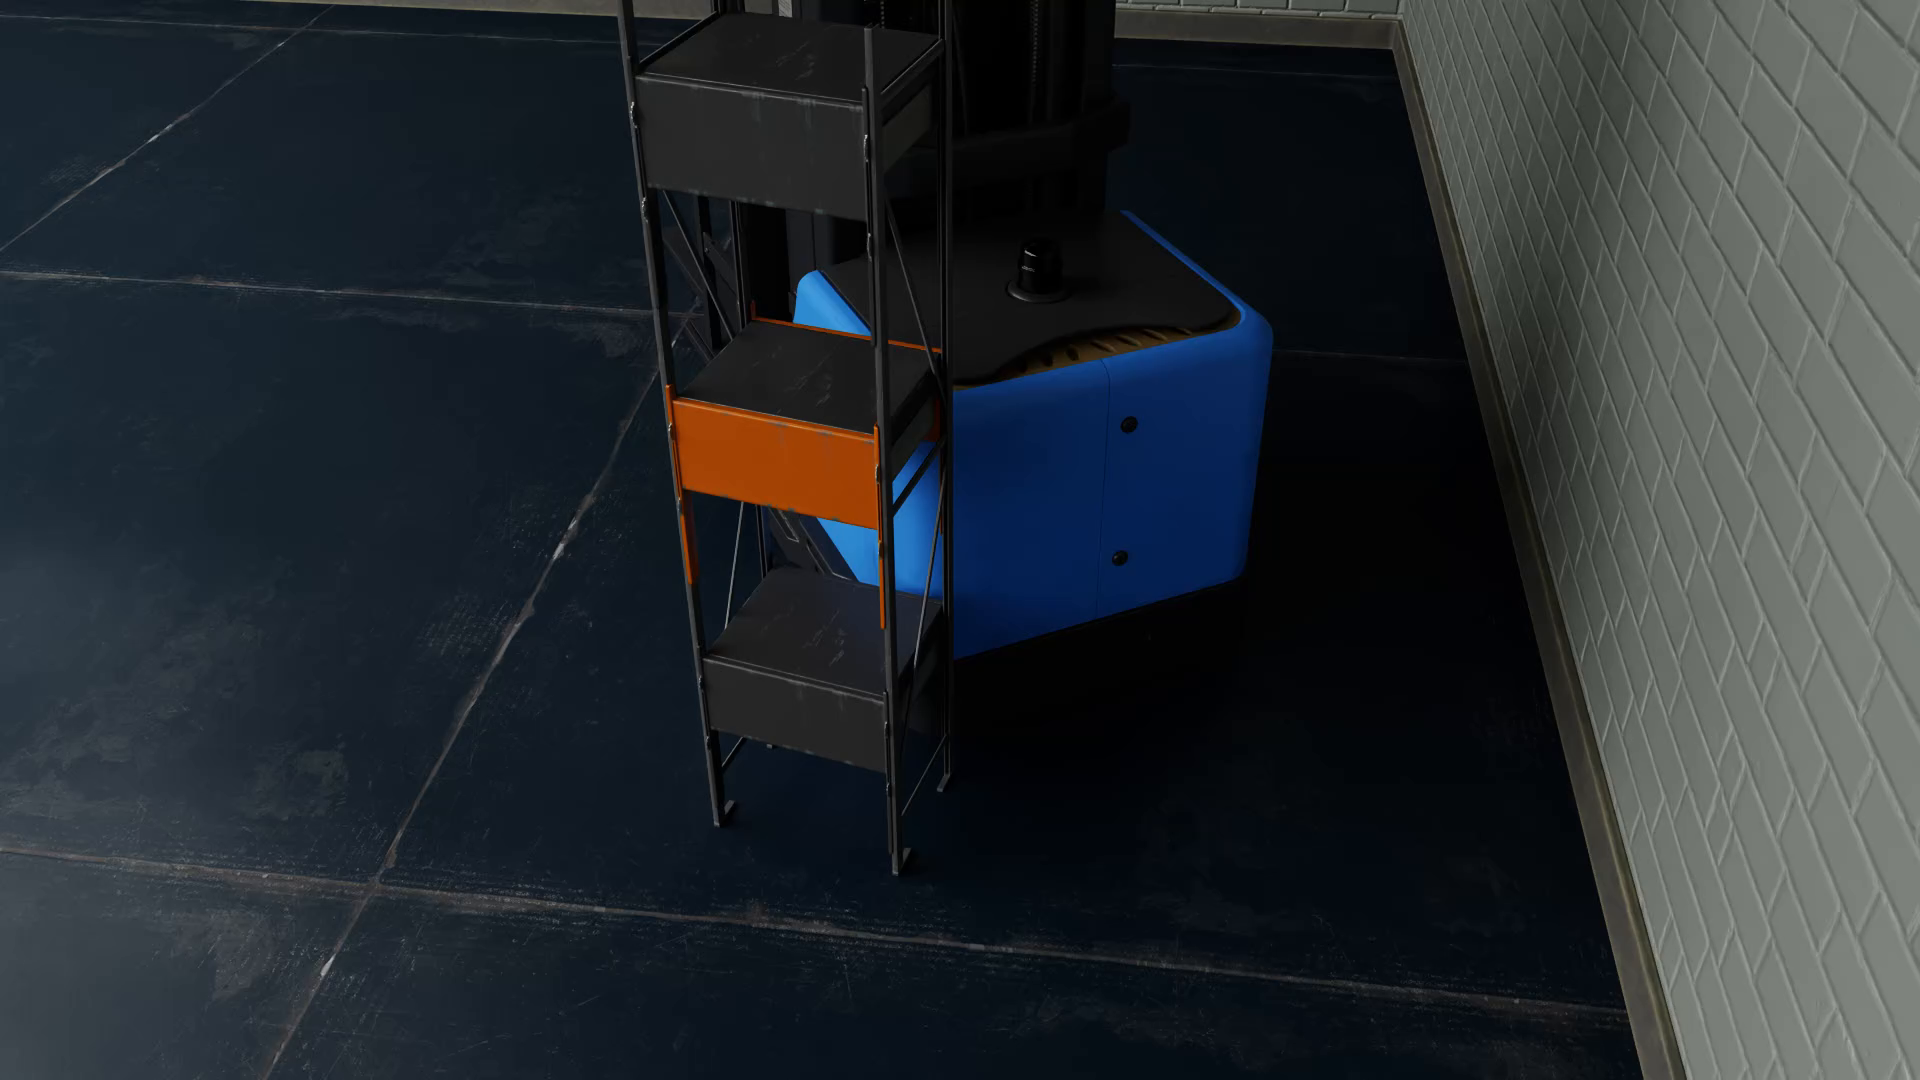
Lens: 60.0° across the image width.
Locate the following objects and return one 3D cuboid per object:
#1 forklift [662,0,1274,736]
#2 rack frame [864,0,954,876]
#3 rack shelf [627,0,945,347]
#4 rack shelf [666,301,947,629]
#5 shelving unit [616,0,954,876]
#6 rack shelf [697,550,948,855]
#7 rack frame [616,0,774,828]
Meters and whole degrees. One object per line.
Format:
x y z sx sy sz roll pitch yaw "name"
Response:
-0.255 -1.523 4.861 1.130 2.935 3.031 -15 38 -20 "forklift"
-0.091 -0.137 3.635 0.015 2.100 0.400 12 37 16 "rack frame"
-0.320 -0.744 3.304 0.480 0.518 0.431 12 37 16 "rack shelf"
-0.320 -0.175 3.711 0.480 0.518 0.431 12 37 16 "rack shelf"
-0.320 -0.186 3.703 0.503 2.100 0.431 12 37 16 "shelving unit"
-0.320 0.395 4.117 0.480 0.518 0.431 12 37 16 "rack shelf"
-0.549 -0.234 3.771 0.015 2.100 0.400 12 37 16 "rack frame"
